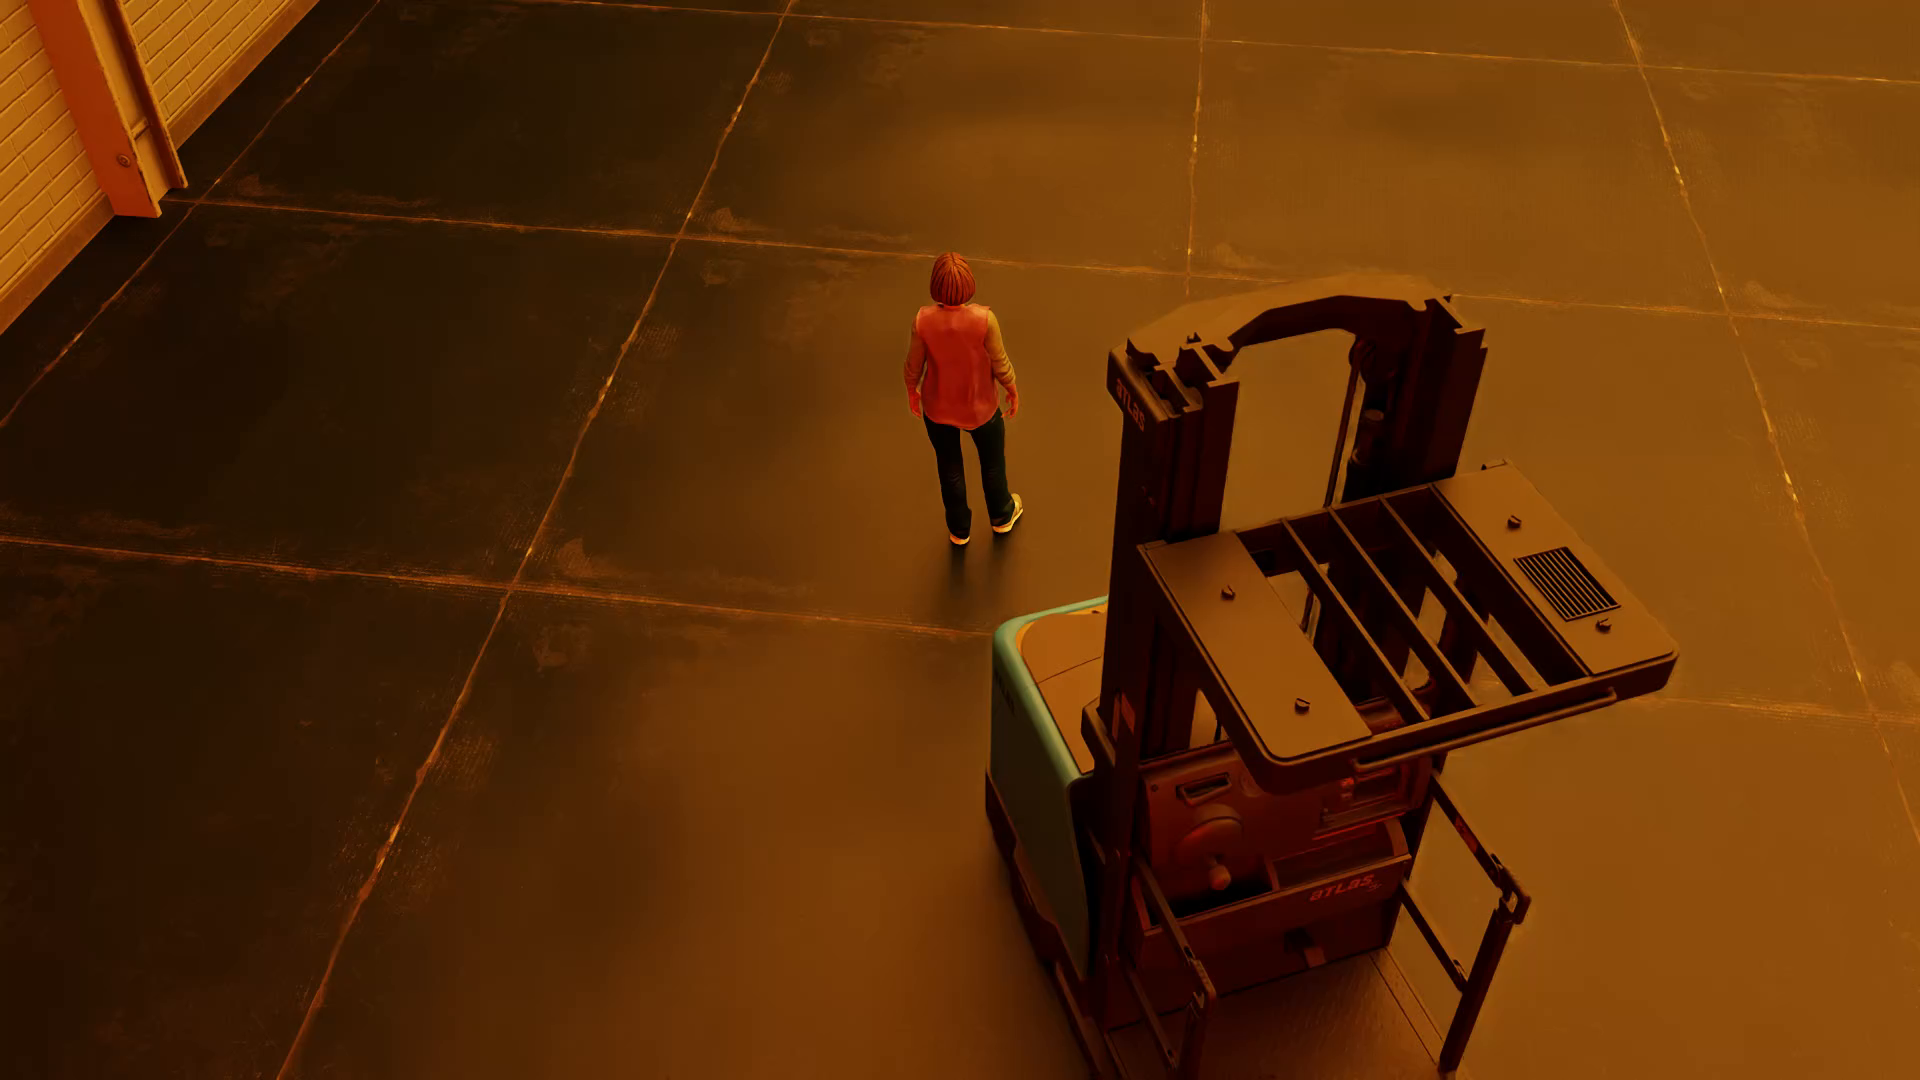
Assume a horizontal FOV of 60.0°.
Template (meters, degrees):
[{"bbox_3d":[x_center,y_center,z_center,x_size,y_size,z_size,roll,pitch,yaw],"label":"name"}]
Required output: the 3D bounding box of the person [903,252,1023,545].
[{"bbox_3d":[0.023,-0.641,7.398,0.520,1.596,0.475,5,43,6],"label":"person"}]

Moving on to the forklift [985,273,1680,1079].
[{"bbox_3d":[1.055,0.848,4.801,1.130,2.935,3.031,-13,44,-14],"label":"forklift"}]
